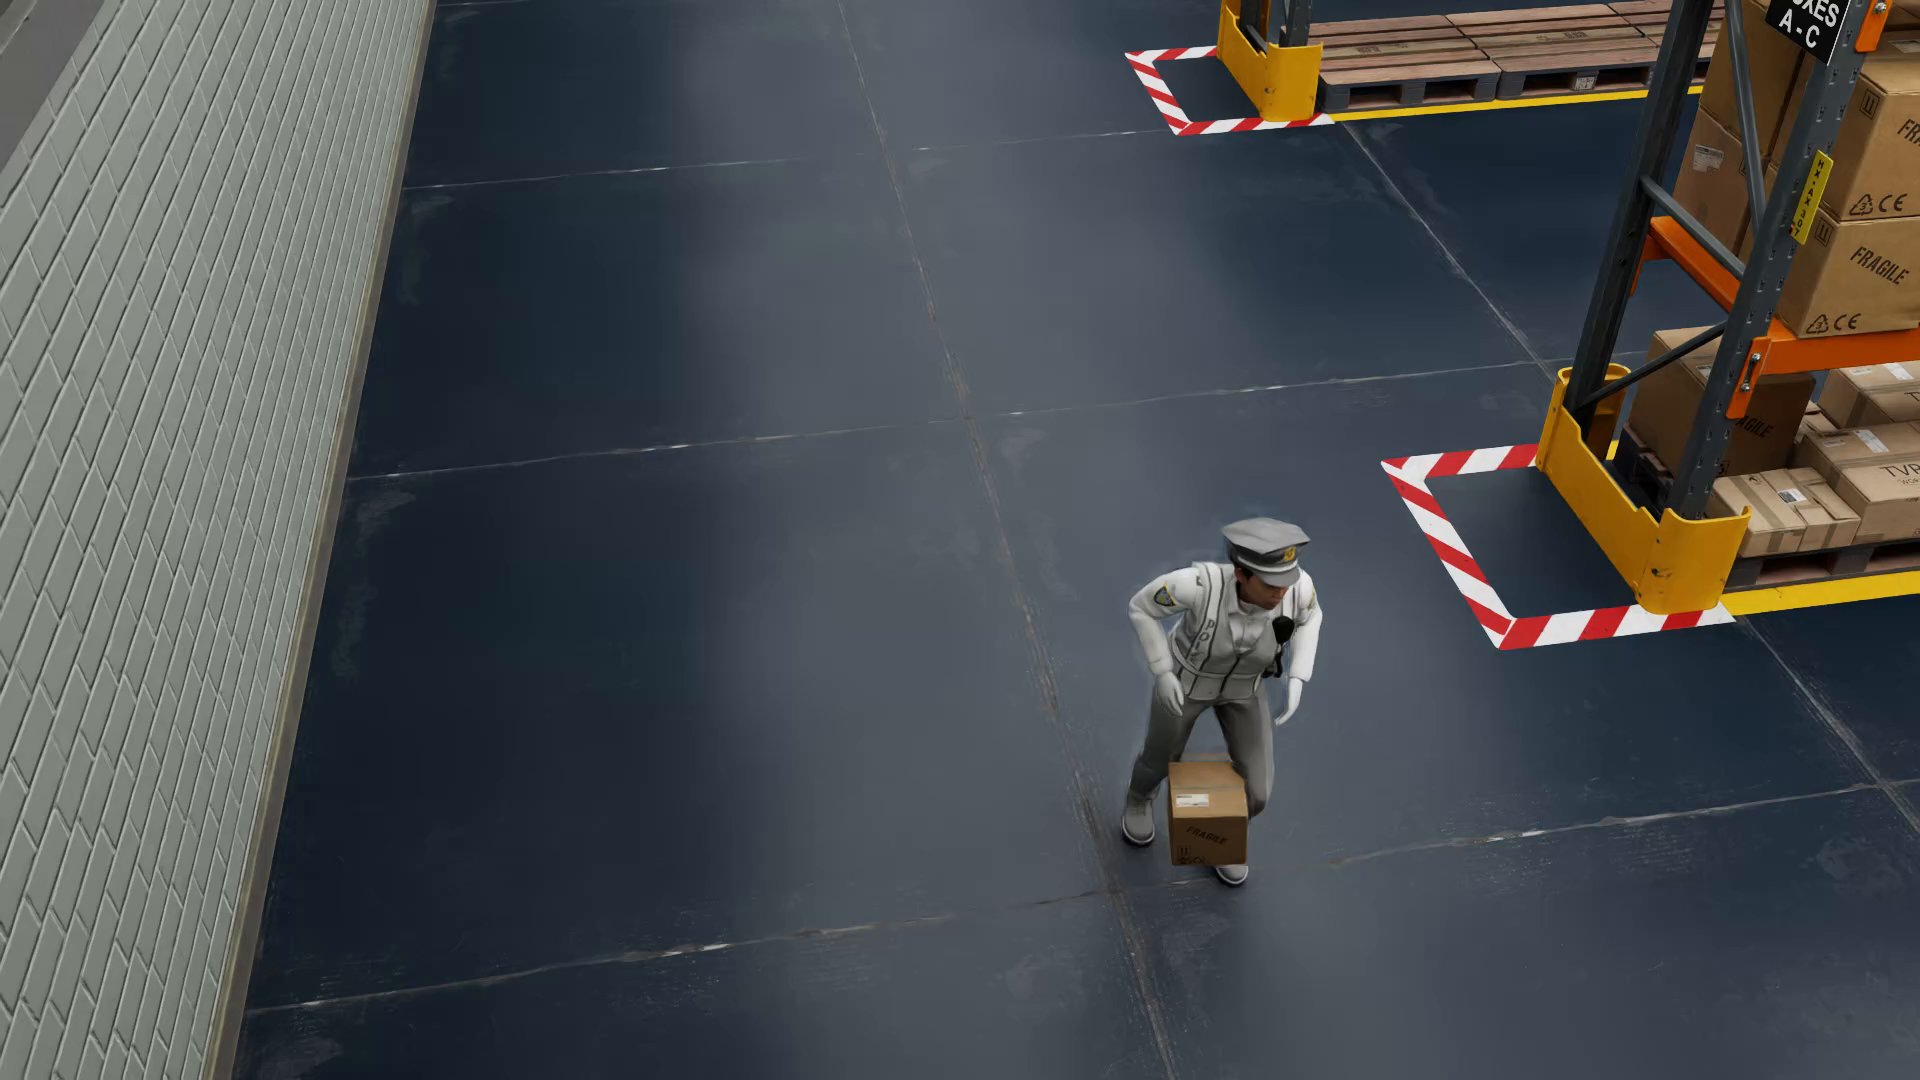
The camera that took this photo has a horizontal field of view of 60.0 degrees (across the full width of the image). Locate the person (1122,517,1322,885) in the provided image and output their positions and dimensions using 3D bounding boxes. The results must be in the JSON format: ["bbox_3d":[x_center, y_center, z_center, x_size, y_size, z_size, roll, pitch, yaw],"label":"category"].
[{"bbox_3d":[0.877,0.490,5.601,0.648,1.598,0.572,-4,39,-6],"label":"person"}]
